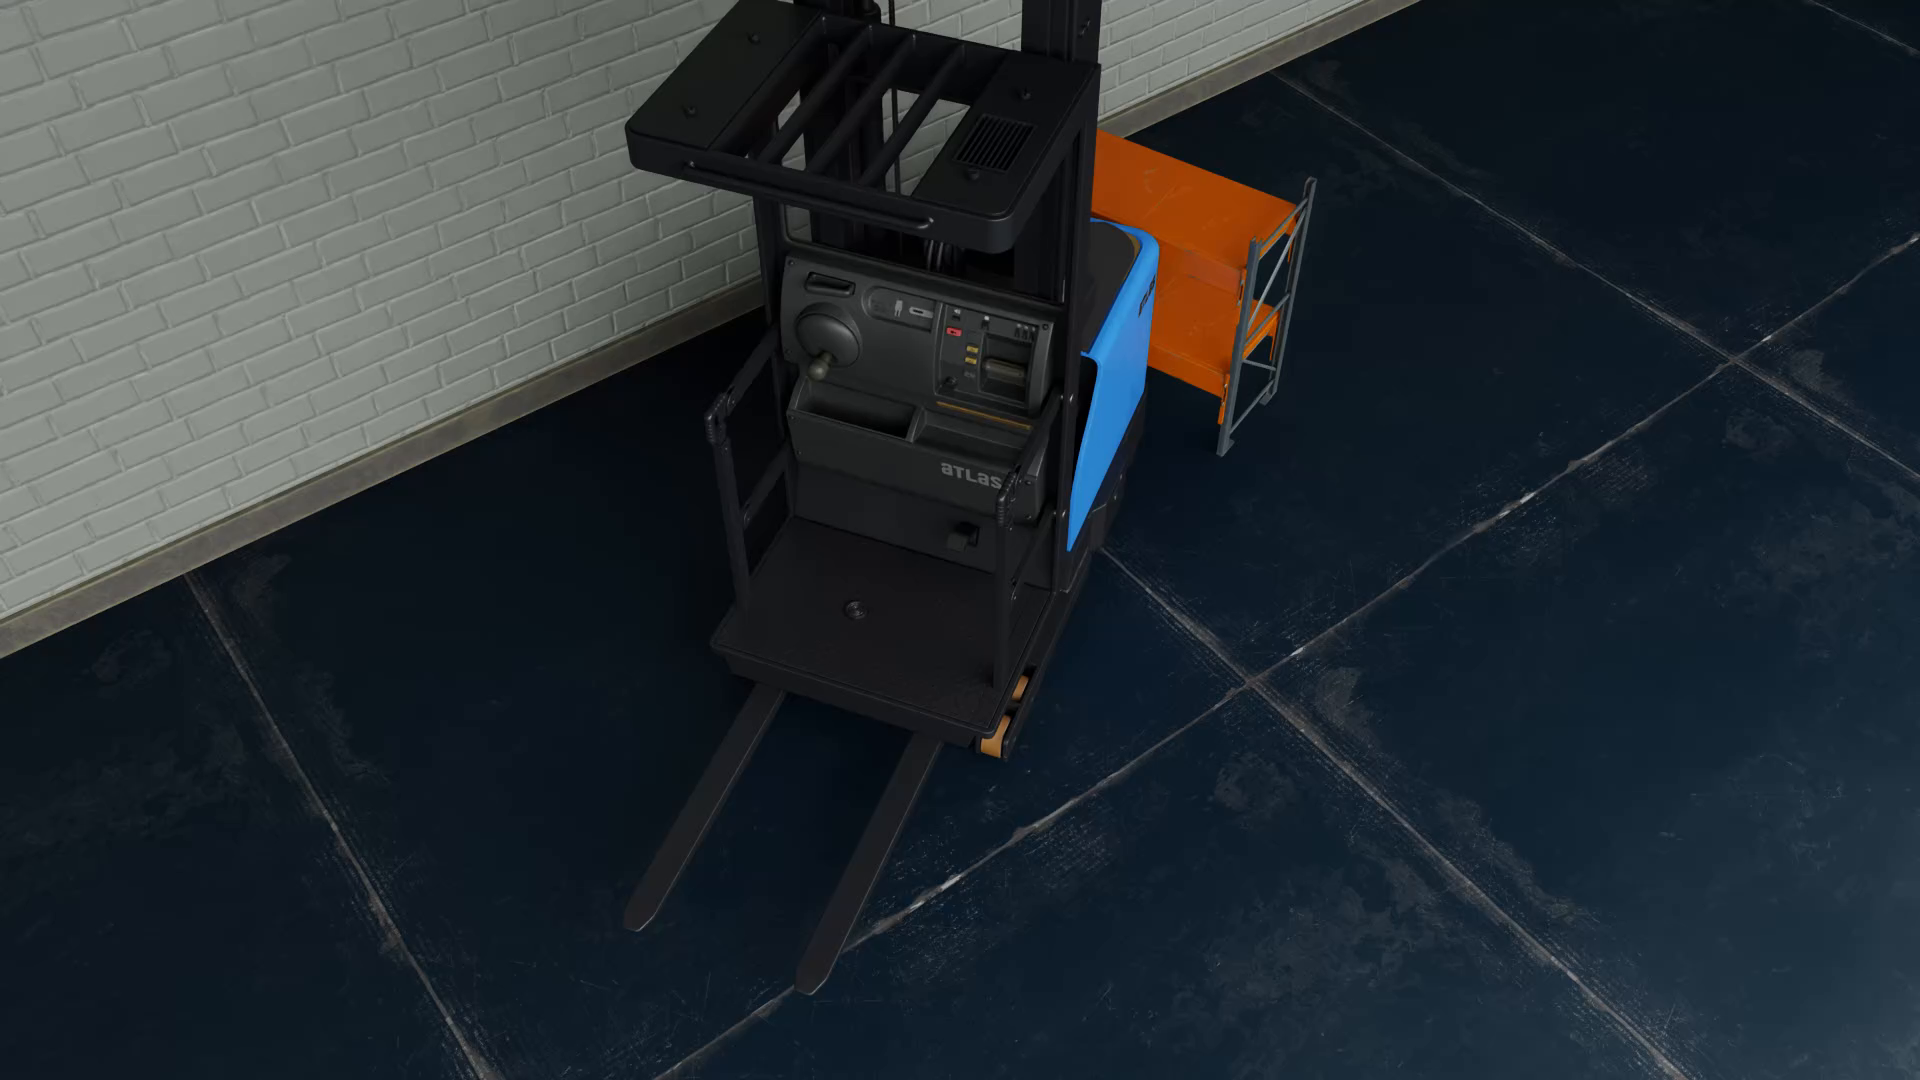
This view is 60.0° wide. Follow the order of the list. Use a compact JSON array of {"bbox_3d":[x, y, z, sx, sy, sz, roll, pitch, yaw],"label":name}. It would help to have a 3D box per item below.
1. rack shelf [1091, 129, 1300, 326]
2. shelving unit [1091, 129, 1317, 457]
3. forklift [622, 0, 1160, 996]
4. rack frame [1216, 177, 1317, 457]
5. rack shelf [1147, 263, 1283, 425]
[{"bbox_3d":[0.826,-1.300,6.773,1.000,0.278,0.538,27,53,22],"label":"rack shelf"},{"bbox_3d":[0.826,-1.104,6.990,1.048,1.125,0.538,27,53,22],"label":"shelving unit"},{"bbox_3d":[-0.225,-0.554,5.273,1.130,2.935,3.031,16,50,14],"label":"forklift"},{"bbox_3d":[1.244,-0.890,6.796,0.032,1.125,0.500,27,53,22],"label":"rack frame"},{"bbox_3d":[0.826,-0.940,7.171,1.000,0.278,0.538,27,53,22],"label":"rack shelf"}]
